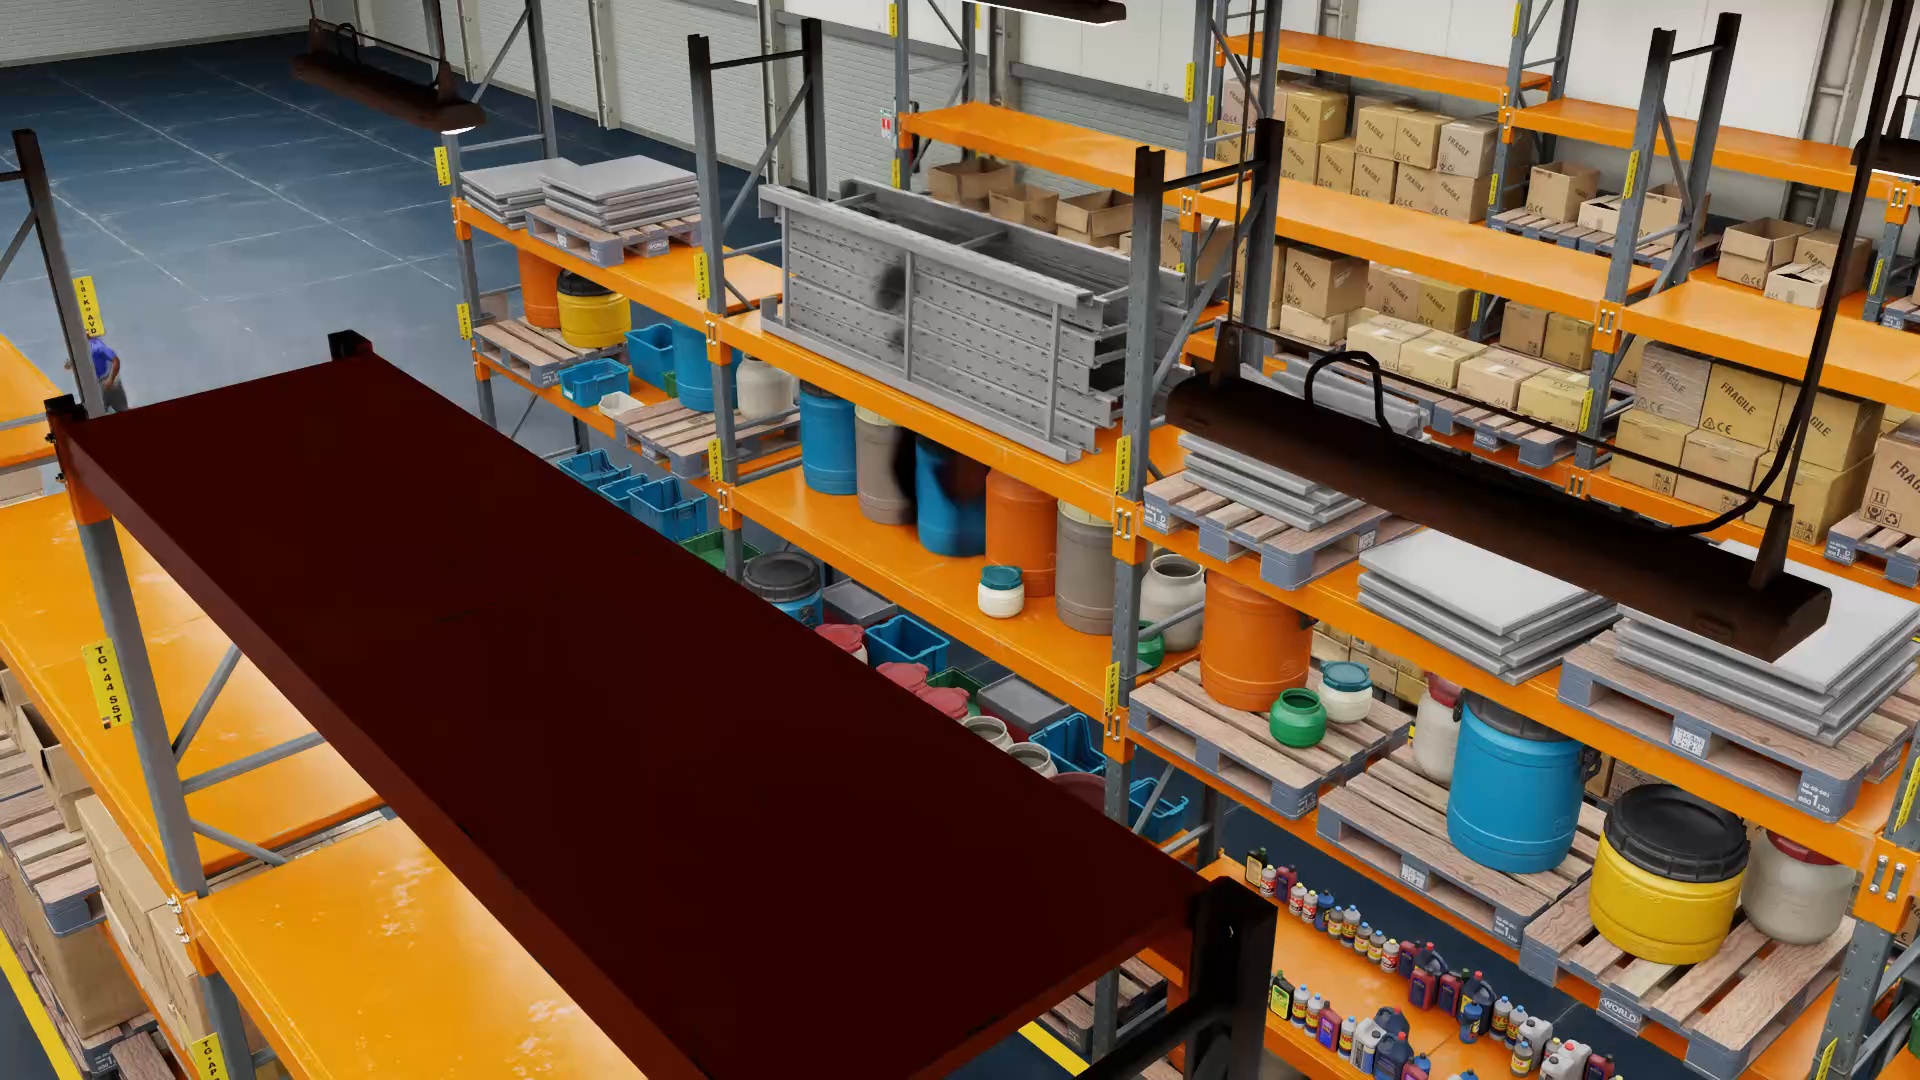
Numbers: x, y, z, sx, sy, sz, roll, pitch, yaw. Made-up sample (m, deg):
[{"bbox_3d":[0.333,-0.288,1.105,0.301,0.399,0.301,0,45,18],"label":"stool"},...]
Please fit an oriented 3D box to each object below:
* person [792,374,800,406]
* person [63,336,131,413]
[{"bbox_3d":[-1.799,-2.171,19.954,0.647,1.774,0.709,-1,27,-2],"label":"person"},{"bbox_3d":[-9.820,-1.726,19.164,0.828,1.693,0.519,-9,28,-16],"label":"person"}]
